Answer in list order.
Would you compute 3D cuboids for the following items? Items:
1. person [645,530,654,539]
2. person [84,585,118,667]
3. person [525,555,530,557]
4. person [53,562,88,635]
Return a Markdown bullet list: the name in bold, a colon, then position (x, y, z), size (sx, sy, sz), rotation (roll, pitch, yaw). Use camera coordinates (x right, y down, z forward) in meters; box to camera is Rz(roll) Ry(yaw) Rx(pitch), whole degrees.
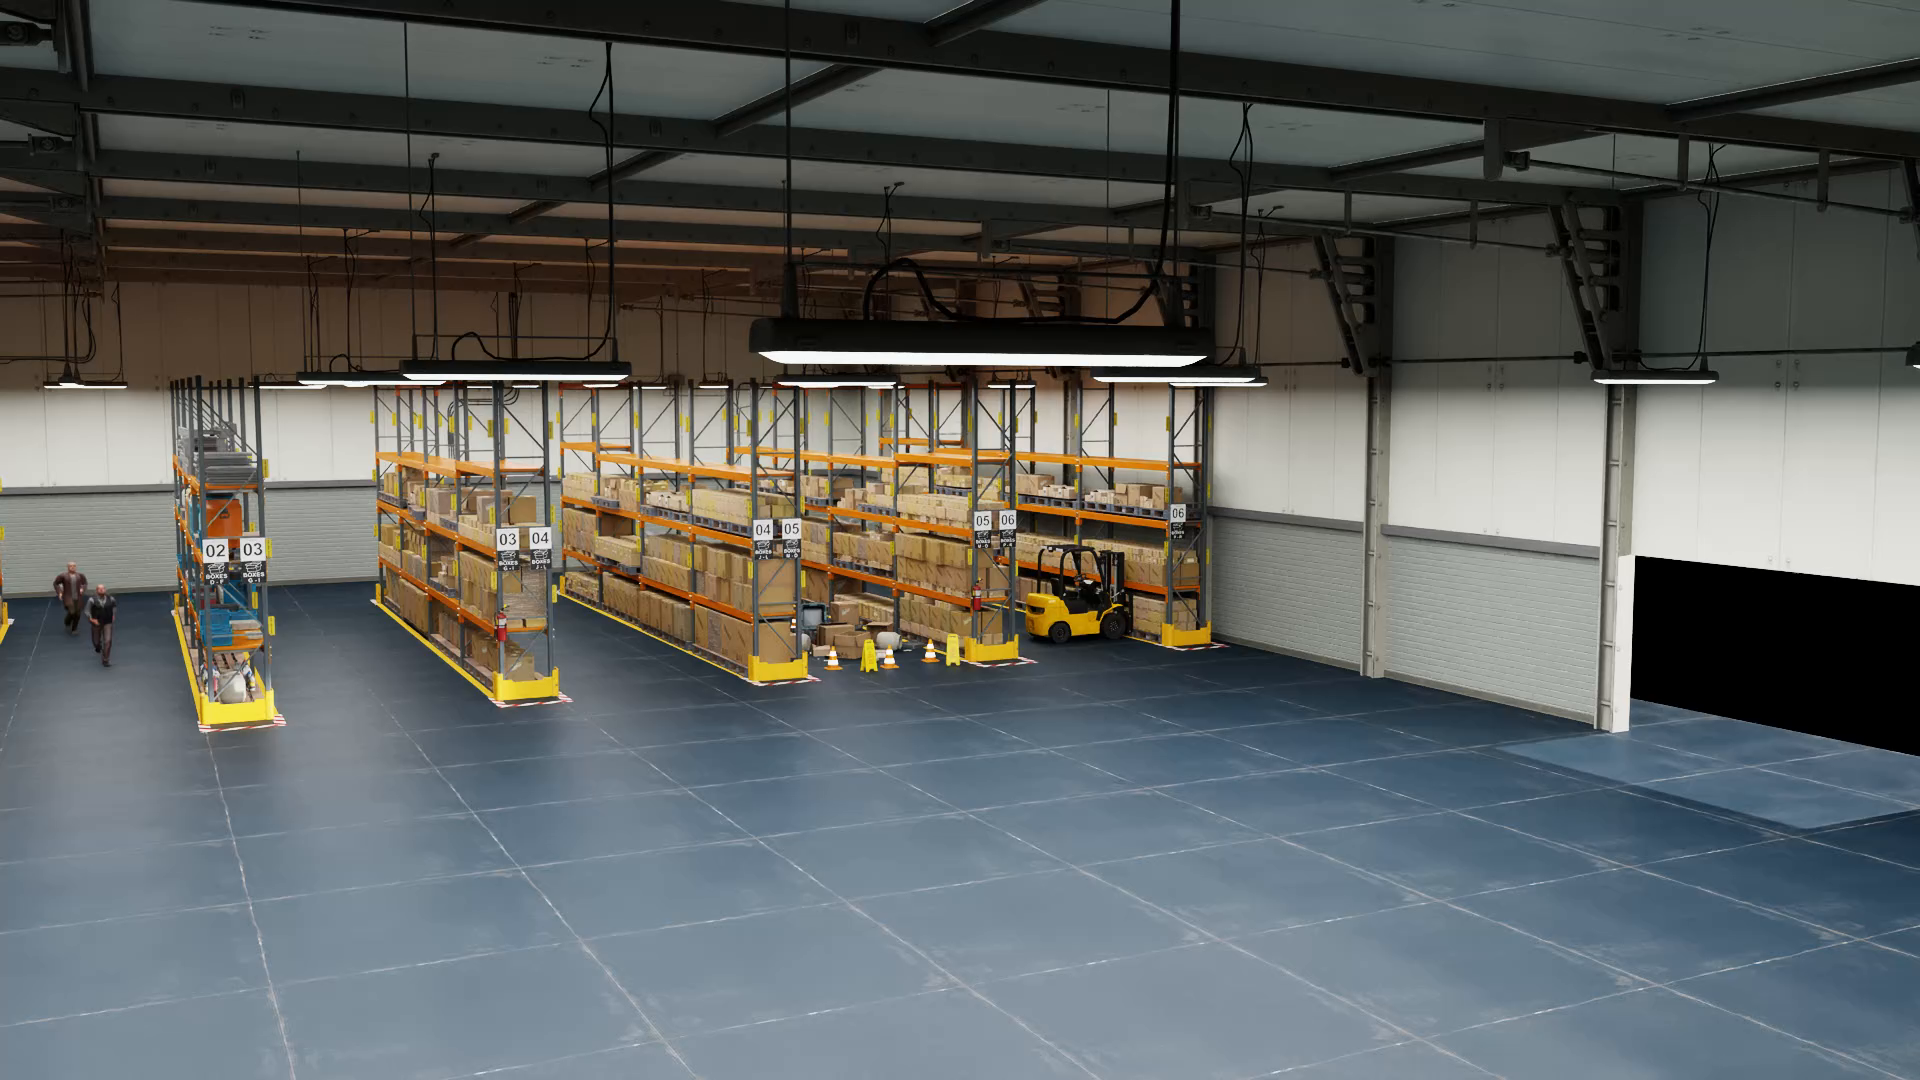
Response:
- **person**: position (-8.940, 0.603, 47.893), size (0.659, 1.774, 0.654), rotation (-4, 6, -36)
- **person**: position (-18.092, 1.789, 35.064), size (0.644, 1.706, 0.993), rotation (-3, 6, -28)
- **person**: position (-12.277, 0.824, 46.301), size (0.749, 1.616, 0.749), rotation (-1, 5, -14)
- **person**: position (-20.833, 1.381, 39.062), size (0.699, 1.734, 0.642), rotation (-5, 7, -44)
